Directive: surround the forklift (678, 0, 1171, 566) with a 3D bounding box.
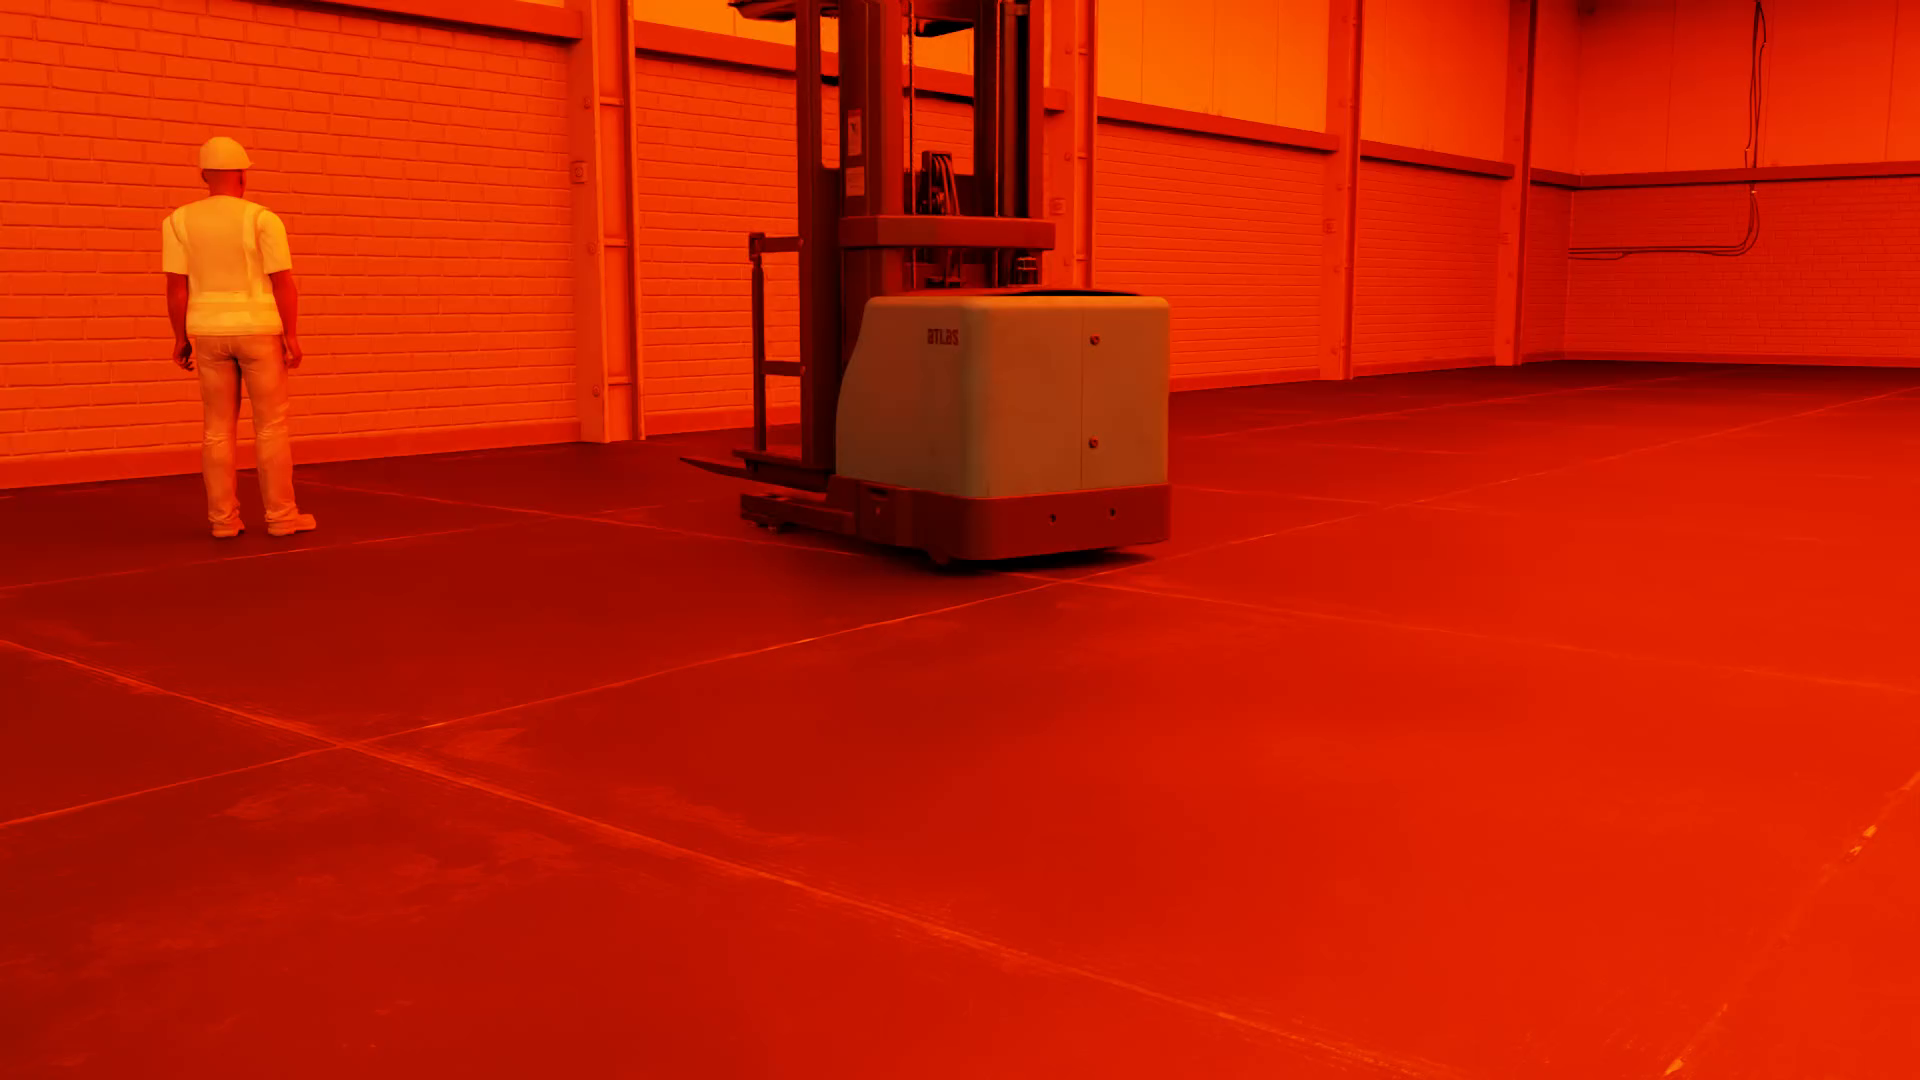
[{"bbox_3d":[-0.373,-1.518,7.656,1.130,2.935,3.031,-6,10,-34],"label":"forklift"}]

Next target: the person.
[{"bbox_3d":[-3.243,-0.902,7.474,0.557,1.770,0.390,-1,8,-6],"label":"person"}]
